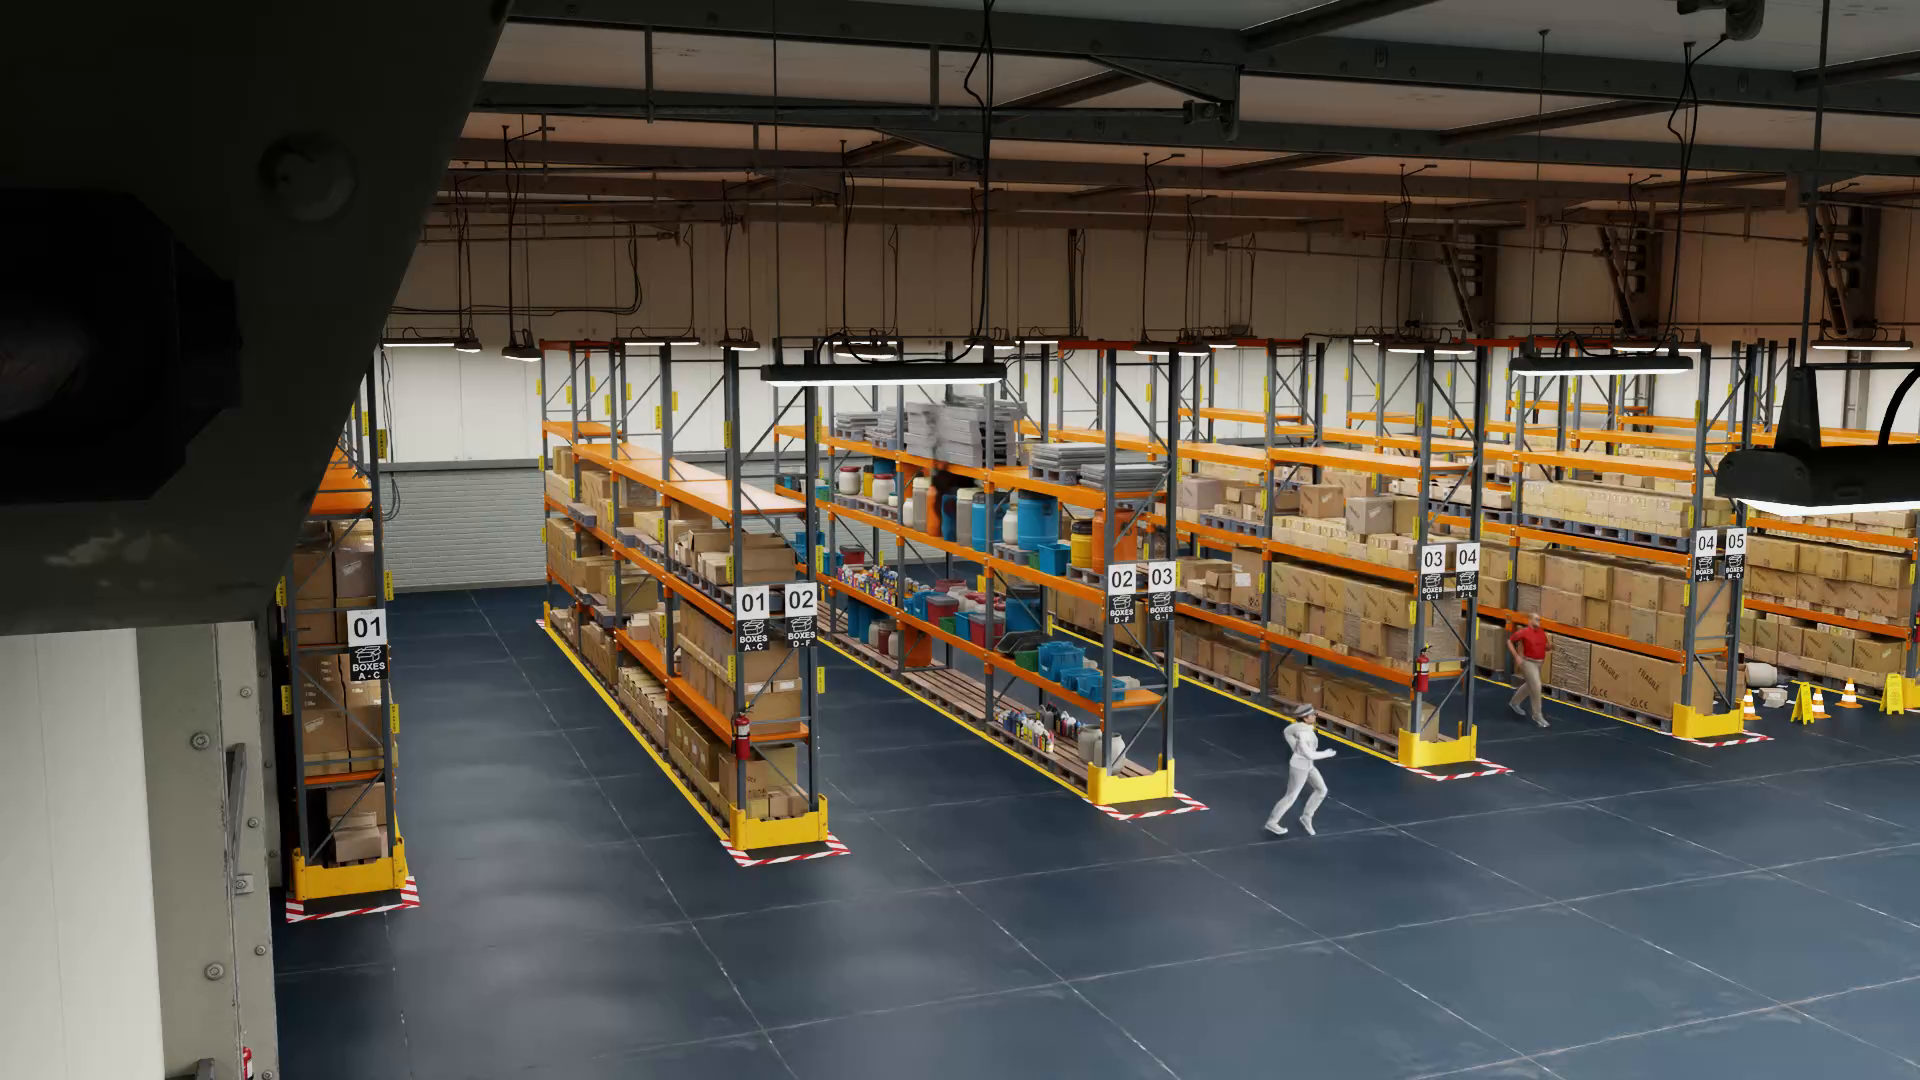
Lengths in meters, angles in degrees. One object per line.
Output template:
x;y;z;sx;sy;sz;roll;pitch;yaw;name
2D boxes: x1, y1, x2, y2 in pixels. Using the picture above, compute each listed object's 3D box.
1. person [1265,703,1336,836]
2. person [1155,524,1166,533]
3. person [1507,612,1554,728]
4.216;2.830;20.555;0.842;1.695;0.626;2;8;13;person
4.999;0.124;41.324;0.731;1.759;0.696;-4;8;-26;person
9.106;2.033;26.480;0.646;1.767;0.870;-5;9;-36;person
